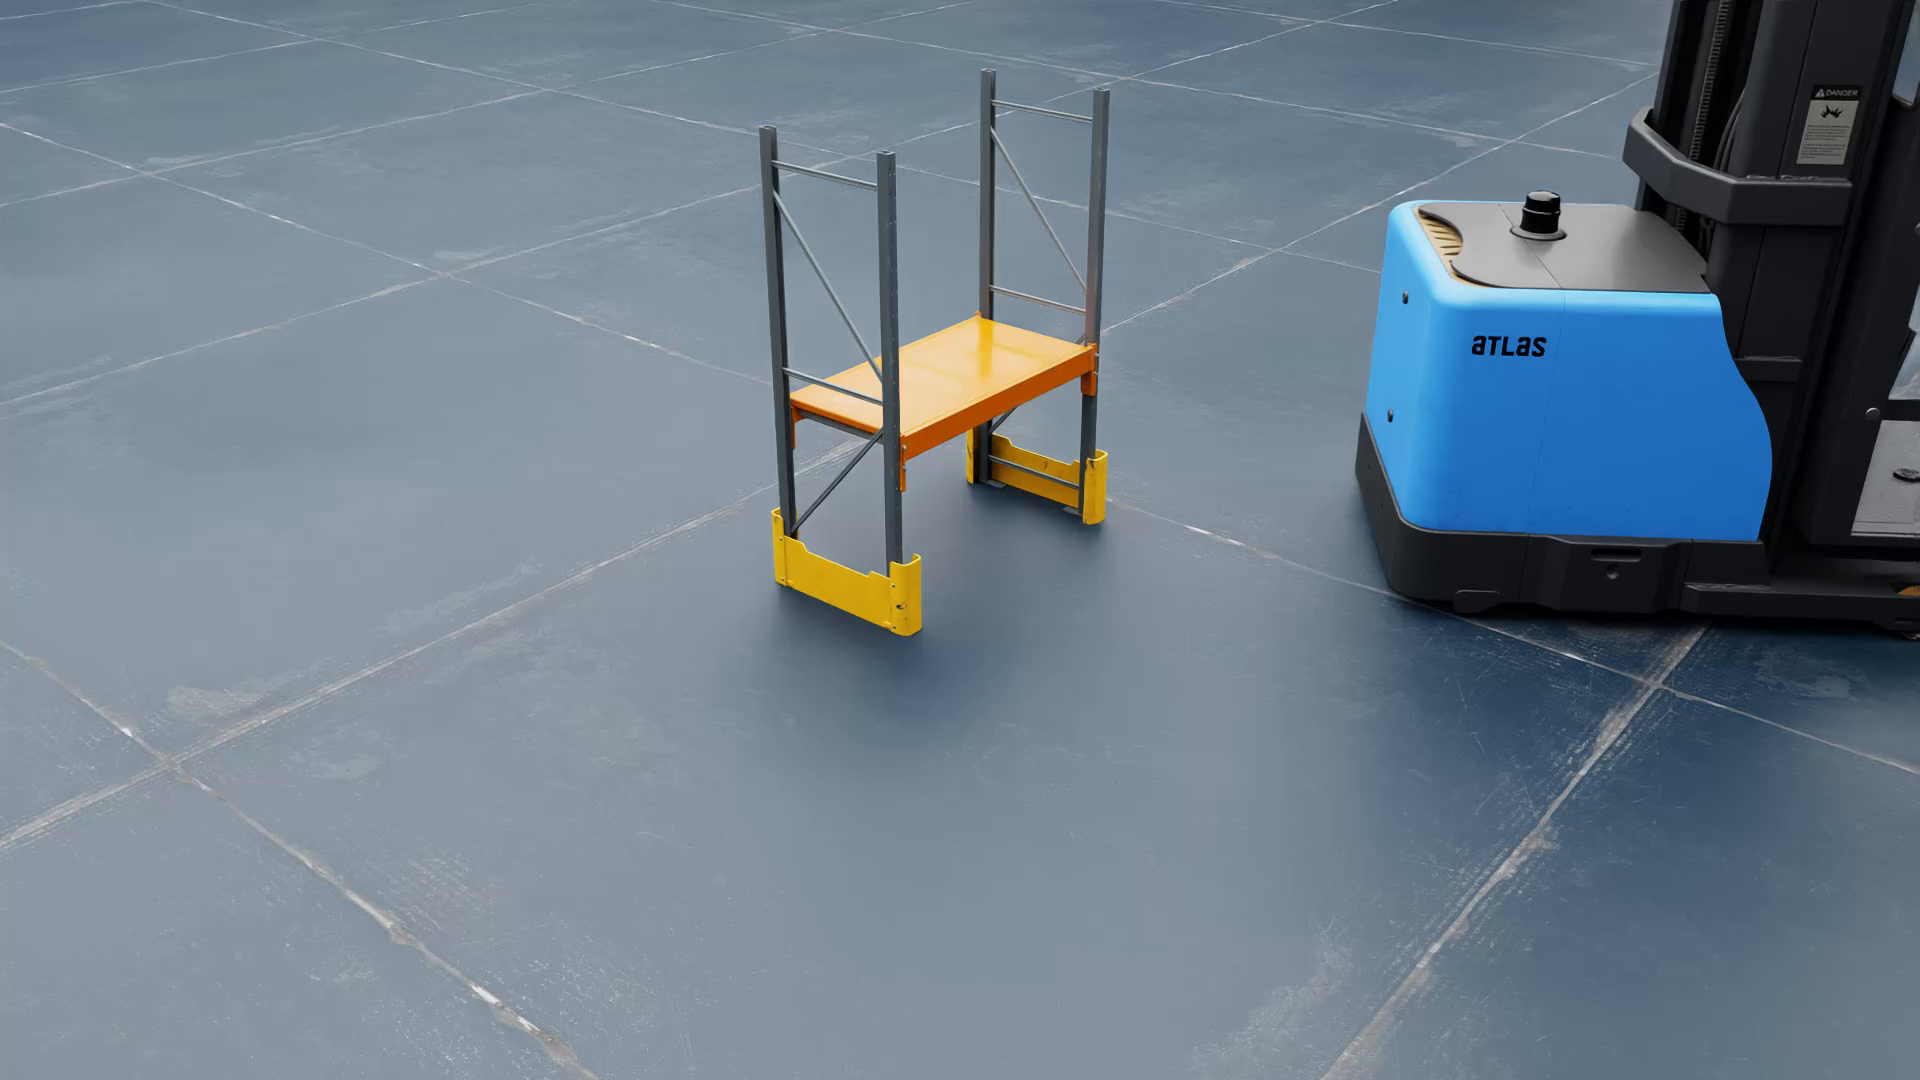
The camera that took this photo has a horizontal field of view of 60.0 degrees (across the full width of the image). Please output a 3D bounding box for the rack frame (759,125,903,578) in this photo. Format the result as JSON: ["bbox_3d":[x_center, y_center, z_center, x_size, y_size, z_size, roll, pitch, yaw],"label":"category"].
[{"bbox_3d":[-0.378,-0.456,4.999,0.500,1.500,0.032,21,34,34],"label":"rack frame"}]

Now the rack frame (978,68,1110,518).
[{"bbox_3d":[0.269,-0.816,5.695,0.500,1.500,0.032,21,34,34],"label":"rack frame"}]

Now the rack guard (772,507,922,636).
[{"bbox_3d":[-0.365,0.093,5.299,0.587,0.250,0.087,21,34,34],"label":"rack guard"}]

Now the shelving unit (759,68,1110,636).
[{"bbox_3d":[-0.048,-0.639,5.353,0.587,1.500,1.083,21,34,34],"label":"shelving unit"}]

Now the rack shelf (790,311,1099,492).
[{"bbox_3d":[-0.054,-0.476,5.430,0.538,0.185,1.000,21,34,34],"label":"rack shelf"}]

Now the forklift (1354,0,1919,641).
[{"bbox_3d":[2.919,-1.239,4.955,3.031,2.935,1.130,2,27,4],"label":"forklift"}]

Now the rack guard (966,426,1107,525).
[{"bbox_3d":[0.268,-0.261,5.982,0.587,0.250,0.087,21,34,34],"label":"rack guard"}]
